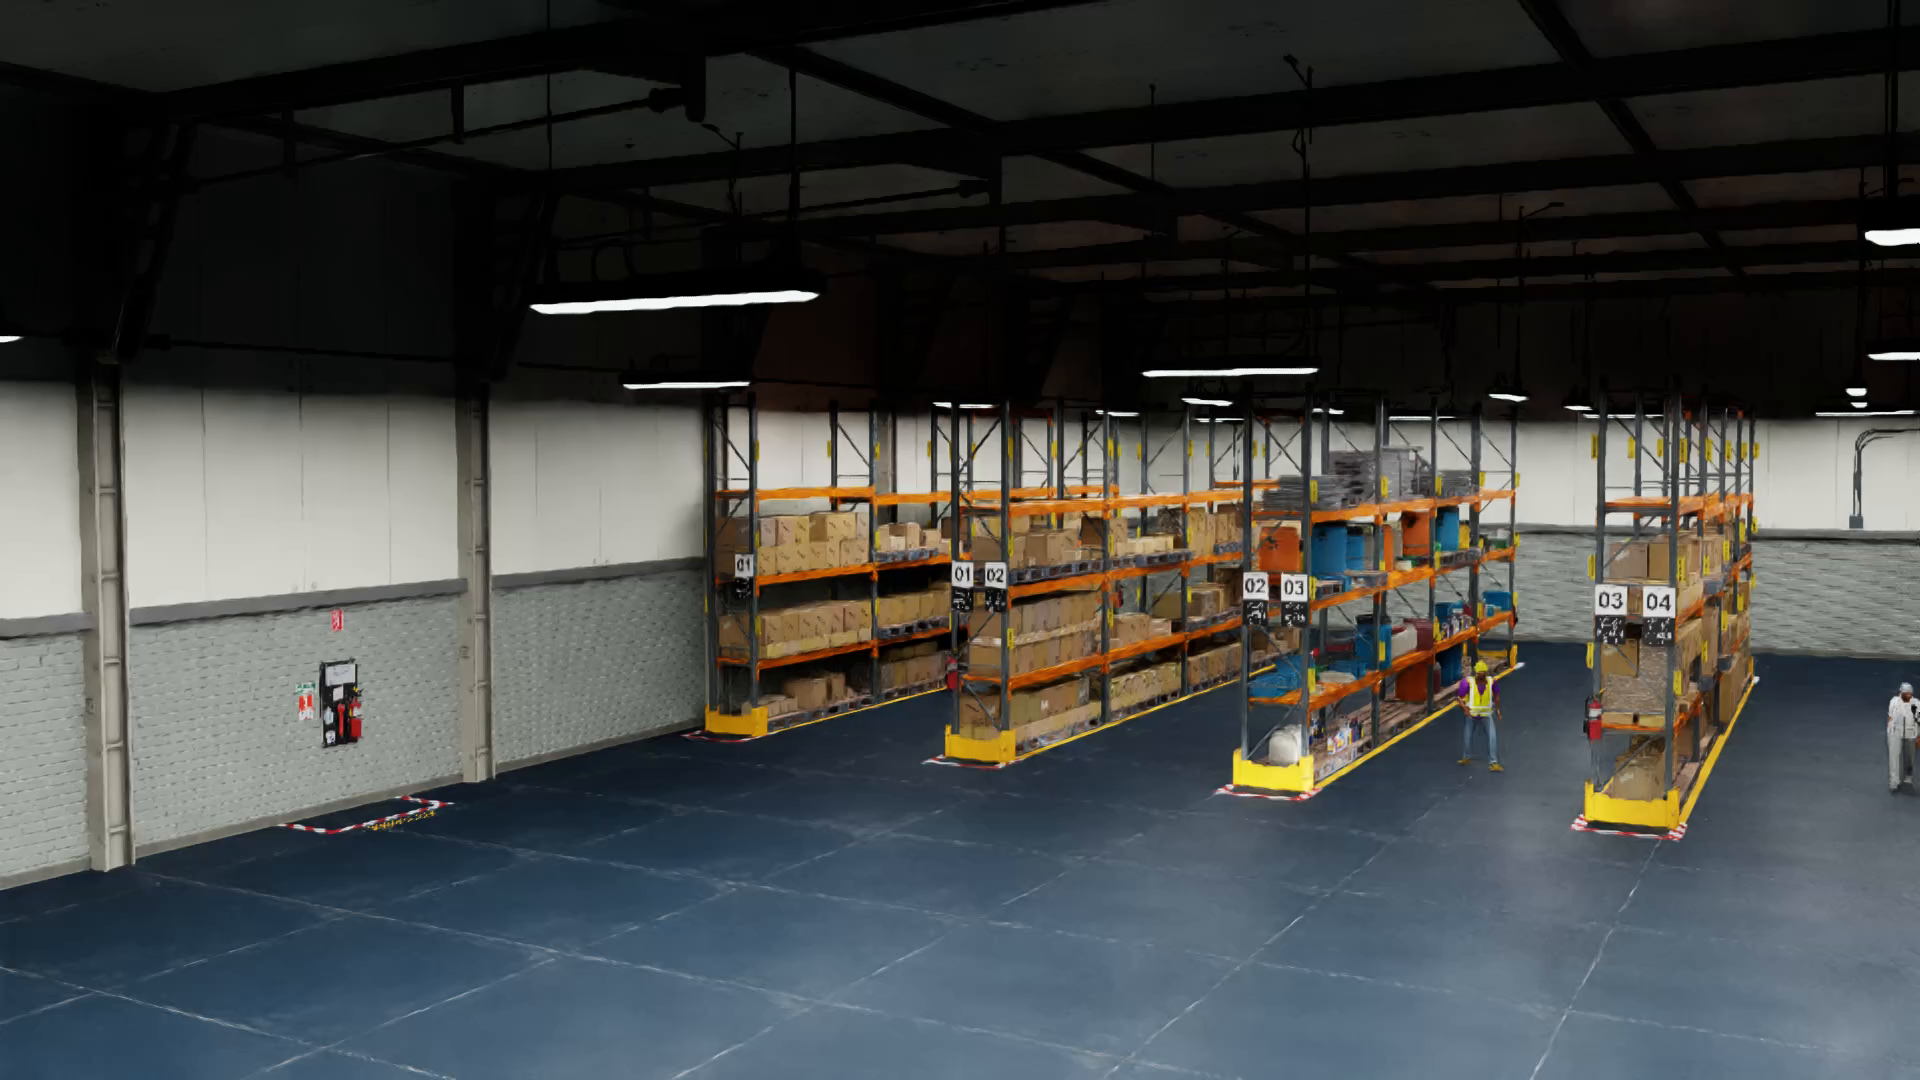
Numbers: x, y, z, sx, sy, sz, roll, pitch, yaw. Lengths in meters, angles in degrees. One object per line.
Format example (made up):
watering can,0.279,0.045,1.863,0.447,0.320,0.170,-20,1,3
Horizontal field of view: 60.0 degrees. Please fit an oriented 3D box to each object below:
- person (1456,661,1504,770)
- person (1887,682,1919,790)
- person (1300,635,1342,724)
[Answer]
person,8.169,2.733,26.167,0.710,1.703,0.836,1,3,12
person,13.953,2.870,24.537,0.481,1.583,1.093,2,3,26
person,6.599,2.524,30.145,0.535,1.657,1.029,2,4,38
